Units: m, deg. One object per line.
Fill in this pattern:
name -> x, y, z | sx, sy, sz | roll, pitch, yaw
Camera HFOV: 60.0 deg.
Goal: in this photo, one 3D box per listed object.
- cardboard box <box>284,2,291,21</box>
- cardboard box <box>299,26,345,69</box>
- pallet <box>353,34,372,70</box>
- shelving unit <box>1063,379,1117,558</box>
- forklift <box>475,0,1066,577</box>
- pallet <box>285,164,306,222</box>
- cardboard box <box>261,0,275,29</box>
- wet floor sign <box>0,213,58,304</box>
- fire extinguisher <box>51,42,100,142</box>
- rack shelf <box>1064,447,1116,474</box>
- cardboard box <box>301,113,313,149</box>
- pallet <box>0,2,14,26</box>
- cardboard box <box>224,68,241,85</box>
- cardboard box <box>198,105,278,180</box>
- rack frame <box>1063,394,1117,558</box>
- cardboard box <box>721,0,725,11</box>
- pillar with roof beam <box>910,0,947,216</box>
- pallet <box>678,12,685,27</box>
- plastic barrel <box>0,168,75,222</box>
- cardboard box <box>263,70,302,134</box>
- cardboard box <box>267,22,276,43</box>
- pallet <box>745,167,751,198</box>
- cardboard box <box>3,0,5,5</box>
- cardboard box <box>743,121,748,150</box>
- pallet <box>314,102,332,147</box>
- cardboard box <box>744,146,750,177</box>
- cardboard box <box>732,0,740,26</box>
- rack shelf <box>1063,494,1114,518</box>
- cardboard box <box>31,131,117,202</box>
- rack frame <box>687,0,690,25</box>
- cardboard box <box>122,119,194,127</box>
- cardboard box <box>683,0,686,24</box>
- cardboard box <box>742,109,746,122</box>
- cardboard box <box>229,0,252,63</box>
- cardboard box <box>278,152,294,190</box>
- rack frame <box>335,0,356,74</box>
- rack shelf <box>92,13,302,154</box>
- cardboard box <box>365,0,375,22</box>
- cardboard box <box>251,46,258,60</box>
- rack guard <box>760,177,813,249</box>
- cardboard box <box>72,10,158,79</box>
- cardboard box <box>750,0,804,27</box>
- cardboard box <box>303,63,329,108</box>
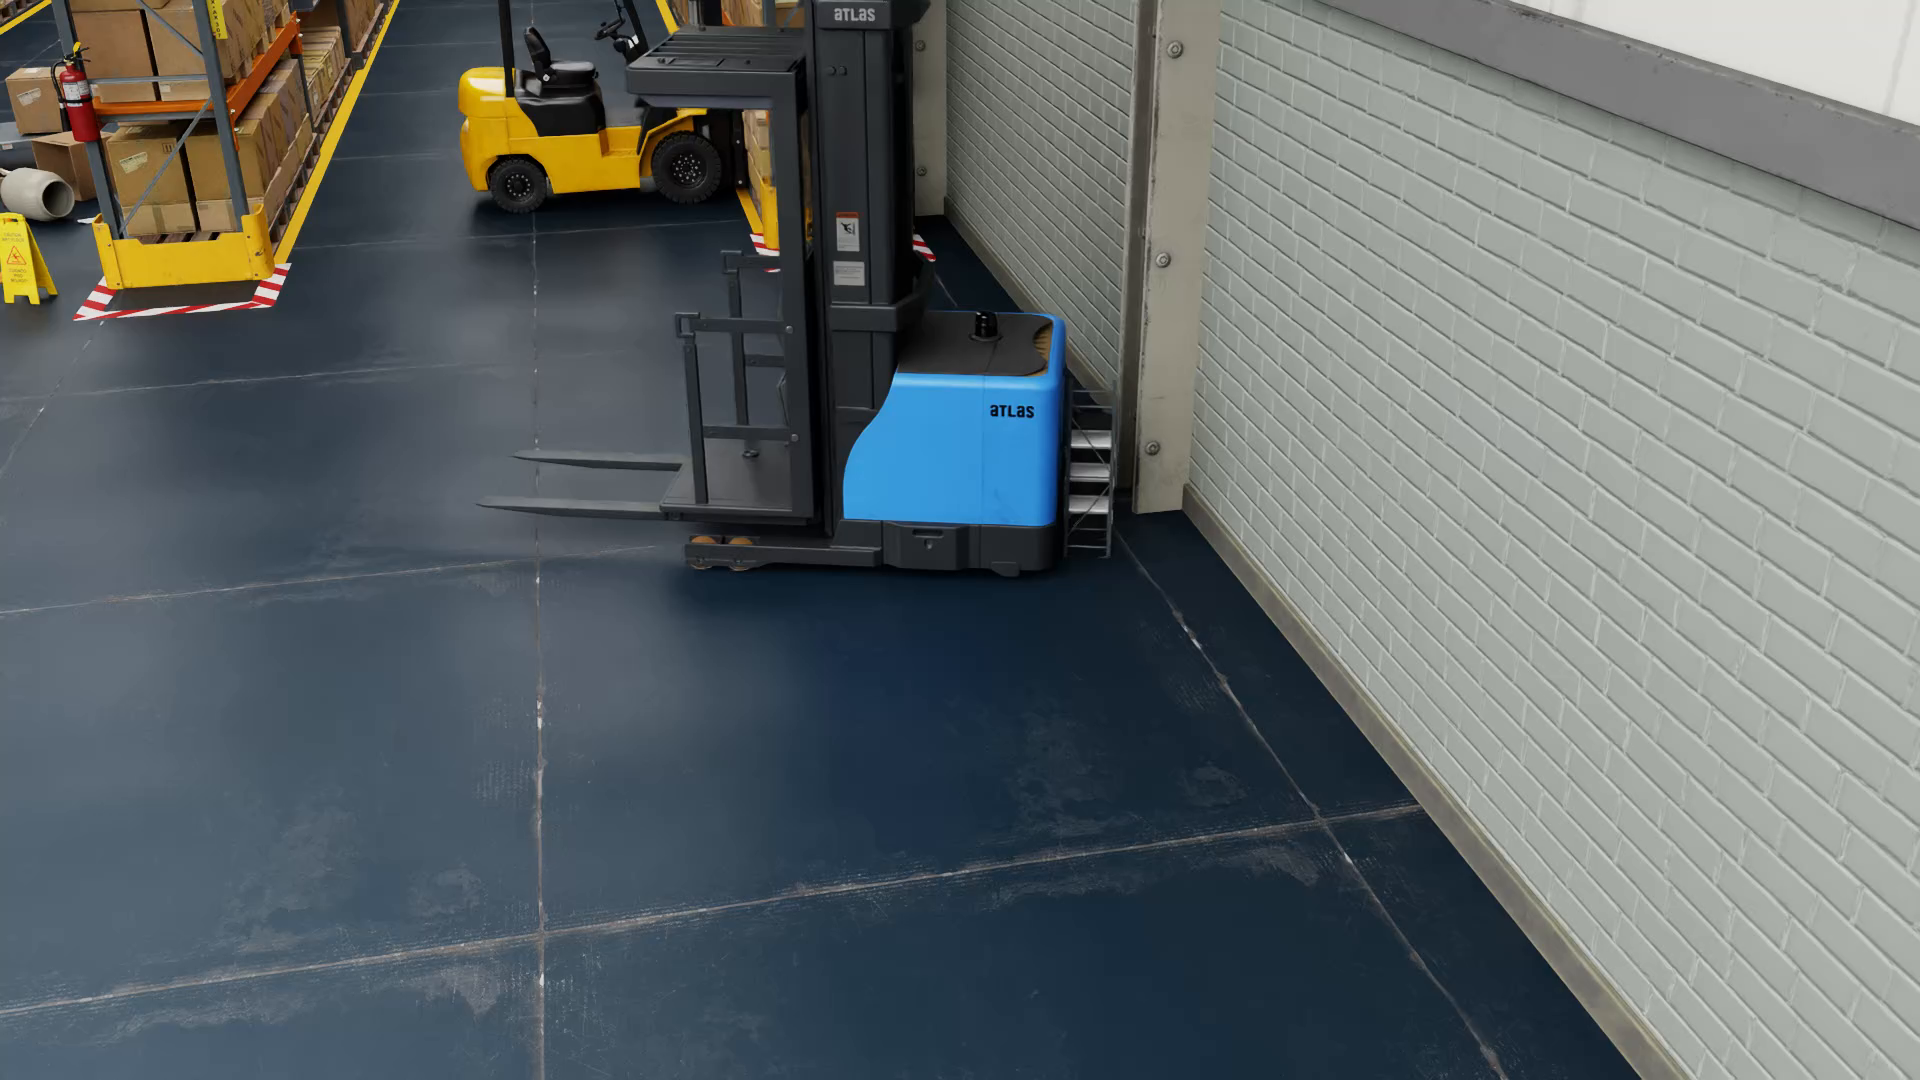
cardboard box -> -6.387, -4.848, 15.305 | 0.380, 0.149, 0.250 | -6, 27, -12
cardboard box -> -7.541, -5.592, 18.950 | 0.950, 0.372, 0.625 | -8, 28, -15
pallet -> -7.763, -5.935, 20.275 | 1.003, 0.211, 1.213 | -6, 27, -12
shelving unit -> 0.660, -0.358, 8.460 | 0.258, 0.900, 0.210 | 2, 27, 4
forklift -> -0.982, -1.384, 8.240 | 3.031, 2.935, 1.130 | 2, 27, 5
pallet -> -6.293, -2.998, 14.455 | 1.003, 0.211, 1.213 | -6, 27, -12
cardboard box -> -6.170, -4.625, 14.144 | 0.500, 0.500, 0.500 | -5, 27, -10
wet floor sign -> -6.855, -2.071, 12.137 | 0.267, 0.644, 0.232 | 3, 27, 6
fire extinguisher -> -6.279, -3.183, 11.813 | 0.296, 0.674, 0.183 | -6, 27, -12
rack shelf -> 0.660, -0.408, 8.435 | 0.258, 0.077, 0.200 | 2, 27, 4
cardboard box -> -6.362, -3.798, 15.531 | 0.500, 0.250, 0.500 | -5, 27, -9
pallet -> -13.545, -7.082, 22.546 | 1.003, 0.211, 1.213 | -6, 27, -12
cardboard box -> -5.782, -3.606, 12.845 | 0.380, 0.149, 0.250 | -7, 28, -13
cardboard box -> -5.896, -3.231, 13.575 | 0.500, 0.500, 0.500 | -7, 28, -14
rack frame -> 0.652, -0.312, 8.370 | 0.240, 0.900, 0.006 | 2, 27, 4
cardboard box -> -2.076, -5.399, 16.007 | 0.500, 0.500, 0.500 | -7, 28, -13
pillar with roof beam -> -4.493, -6.458, 11.558 | 9.100, 9.000, 0.400 | -6, 27, -12
pallet -> -3.226, -6.953, 22.292 | 1.003, 0.211, 1.213 | -6, 27, -12
plastic barrel -> -7.796, -2.917, 14.060 | 0.512, 0.421, 0.421 | 13, 30, 24
cardboard box -> -6.246, -3.909, 14.920 | 0.500, 0.500, 0.500 | -5, 27, -11
cardboard box -> -6.155, -4.402, 14.422 | 0.380, 0.149, 0.250 | -6, 27, -12
pallet -> -1.505, -3.441, 15.333 | 1.003, 0.211, 1.213 | -6, 27, -12
cardboard box -> -13.295, -7.363, 22.707 | 0.380, 0.149, 0.250 | -6, 27, -12
cardboard box -> -1.674, -3.631, 14.645 | 0.500, 0.250, 0.500 | -7, 28, -13
pallet -> -6.934, -4.167, 16.772 | 1.003, 0.211, 1.213 | -6, 27, -12
cardboard box -> -1.641, -3.394, 14.731 | 0.500, 0.250, 0.500 | -6, 27, -11
cardboard box -> -1.735, -4.727, 14.676 | 0.500, 0.500, 0.500 | -6, 27, -11
rack shelf -> 0.660, -0.167, 8.556 | 0.258, 0.077, 0.200 | 2, 27, 4
cardboard box -> -7.841, -3.347, 14.823 | 0.500, 0.500, 0.500 | 13, 30, 24
rack frame -> -2.823, -7.332, 19.947 | 1.000, 3.000, 0.127 | -6, 27, -12
cardboard box -> -6.411, -3.163, 13.441 | 0.500, 0.500, 0.500 | -5, 27, -10
cardboard box -> -3.351, -7.018, 21.633 | 0.500, 0.500, 0.500 | -5, 27, -9
cardboard box -> -1.672, -3.841, 14.506 | 0.500, 0.250, 0.500 | -6, 27, -11
cardboard box -> -5.812, -3.955, 12.815 | 0.500, 0.500, 0.500 | -5, 27, -10
cardboard box -> -6.011, -3.120, 14.187 | 0.500, 0.250, 0.500 | -4, 27, -8
rack frame -> -7.658, -6.826, 18.945 | 1.000, 3.000, 0.127 | -6, 27, -12
rack shelf -> -6.306, -3.871, 13.889 | 1.077, 0.370, 4.000 | -6, 27, -12
cardboard box -> -8.131, -7.161, 21.501 | 0.875, 0.875, 0.875 | -5, 27, -10
cardboard box -> -6.034, -4.061, 13.746 | 0.380, 0.149, 0.250 | -7, 28, -13
rack guard -> -1.015, -2.693, 13.532 | 1.175, 0.500, 0.348 | -6, 27, -12
cardboard box -> -6.246, -3.702, 12.314 | 0.500, 0.500, 0.500 | -6, 27, -13
cardboard box -> -1.387, -4.054, 13.342 | 0.500, 0.500, 0.500 | -7, 28, -13
cardboard box -> -7.043, -4.630, 17.044 | 0.950, 0.372, 0.625 | -4, 27, -8
